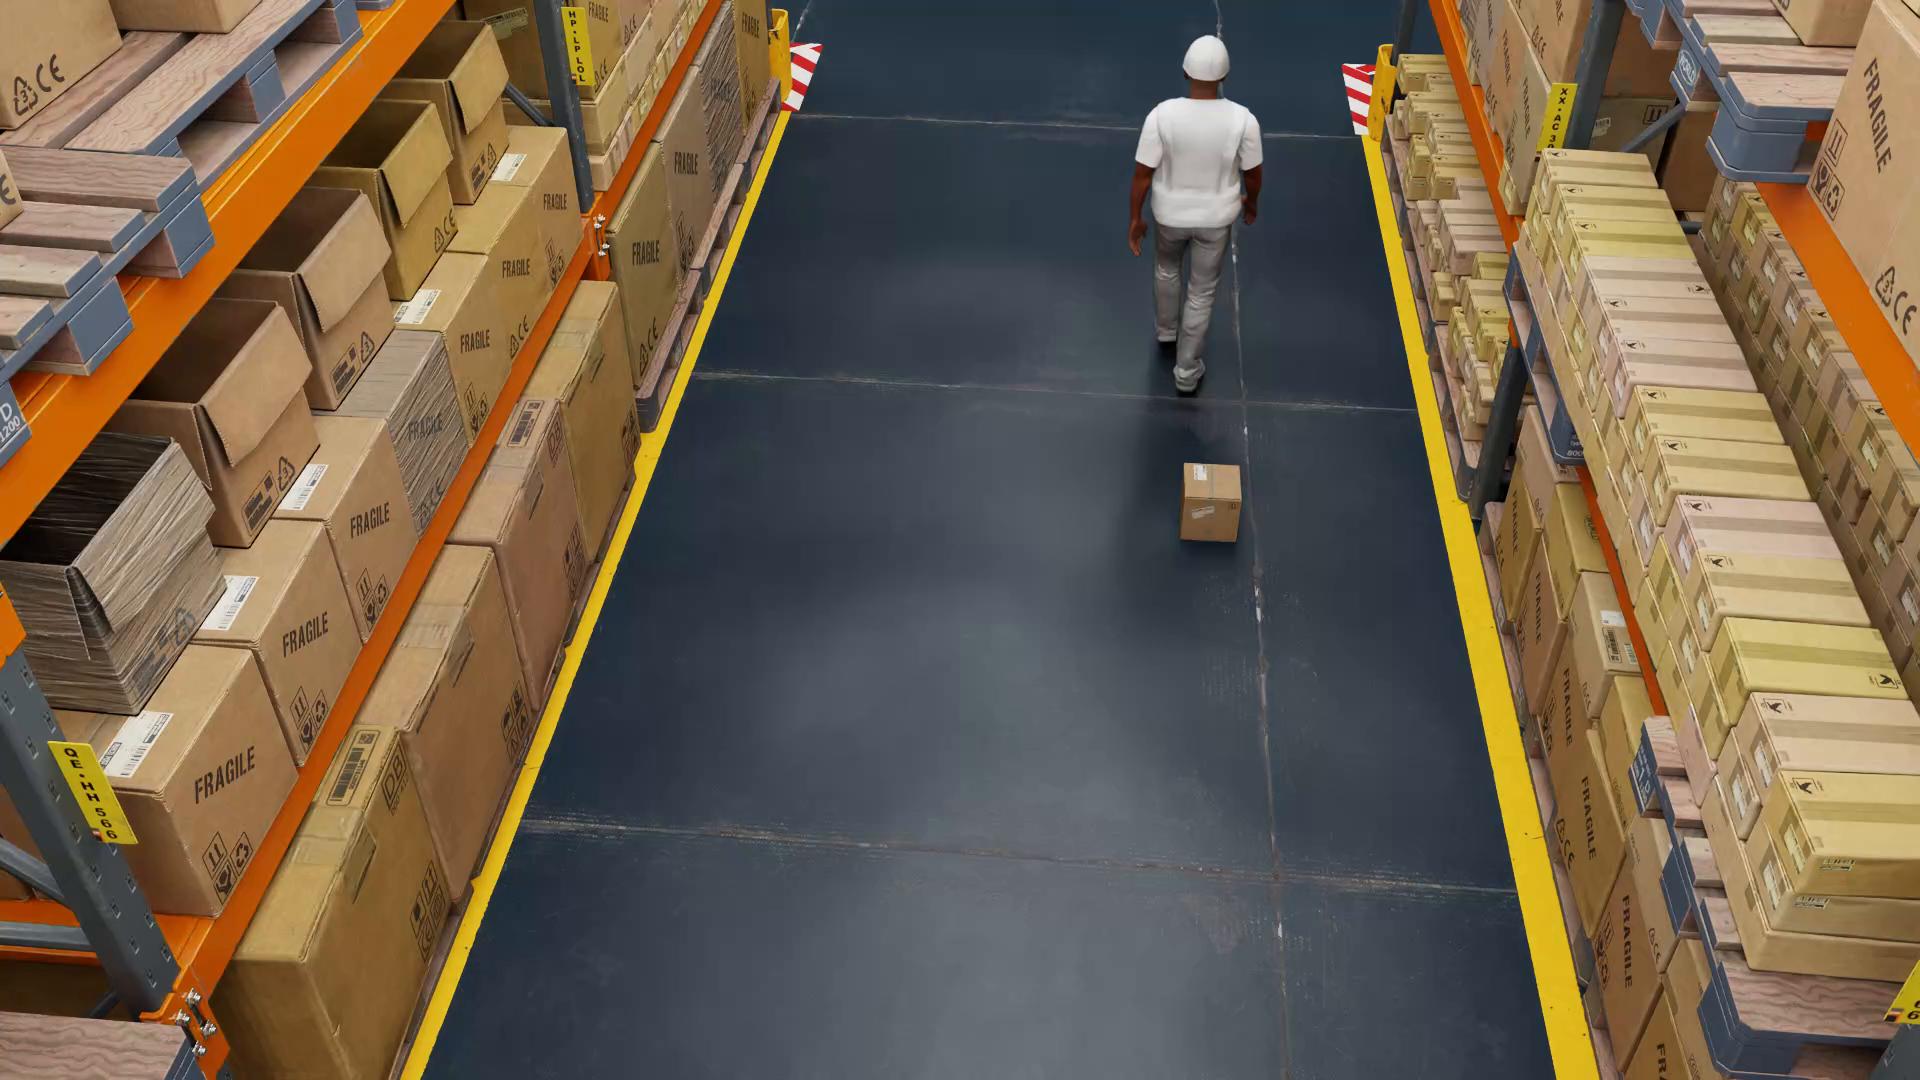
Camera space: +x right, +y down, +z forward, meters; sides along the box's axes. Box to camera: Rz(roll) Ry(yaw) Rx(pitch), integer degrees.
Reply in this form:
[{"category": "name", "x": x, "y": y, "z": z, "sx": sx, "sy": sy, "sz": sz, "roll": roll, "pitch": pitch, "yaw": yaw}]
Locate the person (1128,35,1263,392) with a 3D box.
[{"category": "person", "x": 1.137, "y": -1.584, "z": 8.057, "sx": 0.601, "sy": 1.819, "sz": 0.701, "roll": 8, "pitch": 41, "yaw": 10}]
